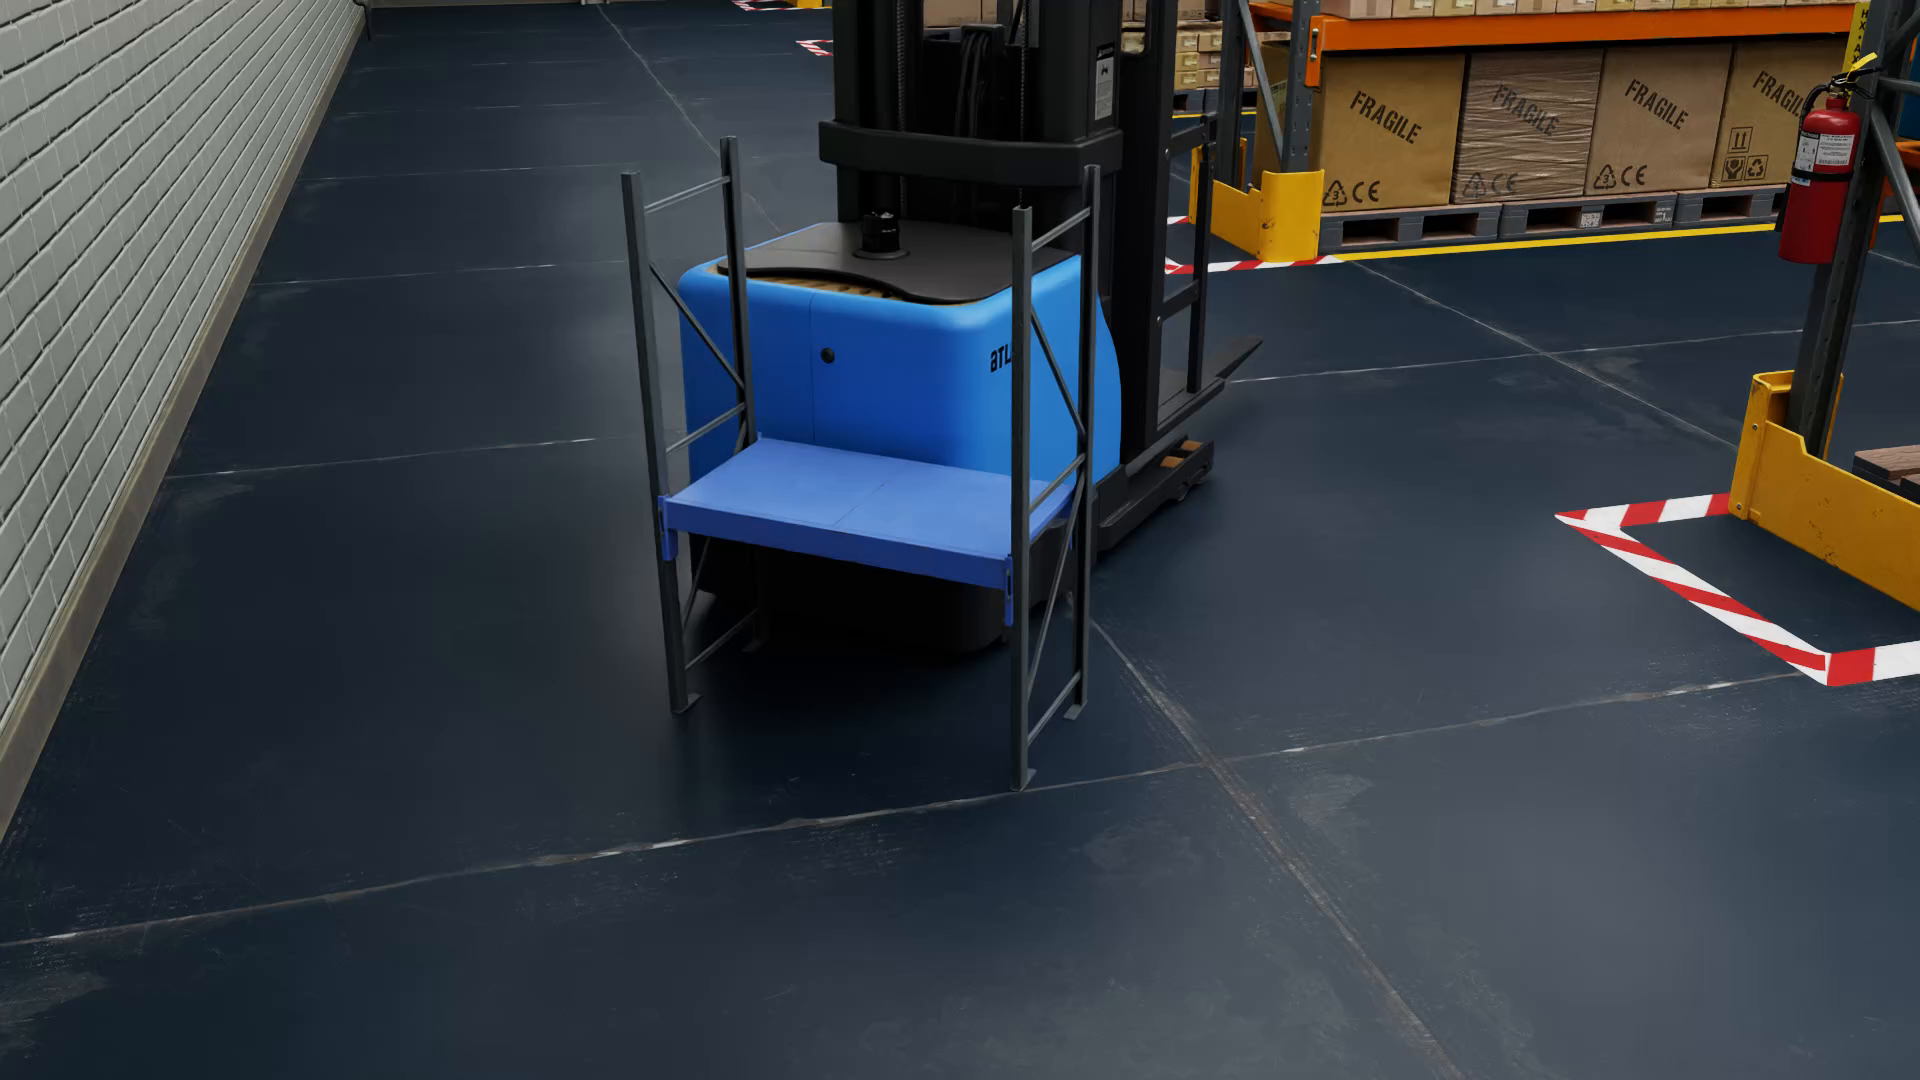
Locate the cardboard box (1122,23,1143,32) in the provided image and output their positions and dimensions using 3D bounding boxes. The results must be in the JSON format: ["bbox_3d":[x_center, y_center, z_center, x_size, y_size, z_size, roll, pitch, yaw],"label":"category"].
[{"bbox_3d":[1.428,-4.465,14.681,0.250,0.149,0.380,-7,24,-16],"label":"cardboard box"}]

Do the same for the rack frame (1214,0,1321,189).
[{"bbox_3d":[1.757,-3.182,9.361,0.127,3.000,1.000,-6,24,-14],"label":"rack frame"}]

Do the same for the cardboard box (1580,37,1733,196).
[{"bbox_3d":[4.085,-2.688,10.373,0.875,0.875,0.875,-6,24,-14],"label":"cardboard box"}]

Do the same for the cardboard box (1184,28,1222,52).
[{"bbox_3d":[2.107,-4.296,14.285,0.250,0.149,0.380,-5,24,-12],"label":"cardboard box"}]

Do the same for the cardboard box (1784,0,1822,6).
[{"bbox_3d":[4.908,-3.281,9.910,0.250,0.149,0.380,-7,24,-15],"label":"cardboard box"}]

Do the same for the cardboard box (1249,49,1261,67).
[{"bbox_3d":[2.598,-4.241,14.535,0.250,0.149,0.380,-5,24,-12],"label":"cardboard box"}]

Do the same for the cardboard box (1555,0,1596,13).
[{"bbox_3d":[3.425,-3.117,9.528,0.250,0.149,0.380,-7,24,-15],"label":"cardboard box"}]

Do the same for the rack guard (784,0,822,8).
[{"bbox_3d":[-2.191,-7.687,23.032,0.348,0.500,1.175,-6,24,-14],"label":"rack guard"}]

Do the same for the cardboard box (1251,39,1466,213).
[{"bbox_3d":[2.351,-2.497,9.927,0.875,0.875,0.875,-6,24,-14],"label":"cardboard box"}]

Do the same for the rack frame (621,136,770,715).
[{"bbox_3d":[-0.697,-0.294,4.518,0.032,1.500,0.500,10,26,22],"label":"rack frame"}]

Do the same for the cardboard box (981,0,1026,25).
[{"bbox_3d":[0.567,-6.168,19.039,0.875,0.438,0.875,-6,24,-13],"label":"cardboard box"}]

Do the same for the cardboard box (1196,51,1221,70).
[{"bbox_3d":[2.085,-4.171,14.373,0.250,0.149,0.380,-7,24,-17],"label":"cardboard box"}]

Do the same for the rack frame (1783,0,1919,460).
[{"bbox_3d":[3.095,-1.301,4.978,0.127,3.000,1.000,-6,24,-14],"label":"rack frame"}]

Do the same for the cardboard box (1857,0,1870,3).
[{"bbox_3d":[5.403,-3.335,10.038,0.250,0.149,0.380,-6,24,-14],"label":"cardboard box"}]

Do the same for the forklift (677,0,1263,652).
[{"bbox_3d":[0.299,-1.564,5.677,1.130,2.935,3.031,12,26,26],"label":"forklift"}]

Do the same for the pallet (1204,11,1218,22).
[{"bbox_3d":[3.654,-6.199,19.930,1.213,0.211,1.003,-6,24,-14],"label":"pallet"}]

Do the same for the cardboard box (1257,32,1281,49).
[{"bbox_3d":[2.589,-4.369,14.457,0.250,0.149,0.380,-6,24,-14],"label":"cardboard box"}]

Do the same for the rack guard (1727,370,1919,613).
[{"bbox_3d":[3.075,-0.145,5.454,0.348,0.500,1.175,-6,24,-14],"label":"rack guard"}]

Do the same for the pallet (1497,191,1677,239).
[{"bbox_3d":[3.678,-2.144,10.478,1.213,0.211,1.003,-6,24,-14],"label":"pallet"}]

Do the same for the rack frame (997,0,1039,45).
[{"bbox_3d":[0.514,-5.075,13.775,0.127,3.000,1.000,-6,24,-14],"label":"rack frame"}]

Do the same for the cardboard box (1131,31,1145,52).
[{"bbox_3d":[1.621,-4.212,14.090,0.250,0.149,0.380,-6,24,-15],"label":"cardboard box"}]

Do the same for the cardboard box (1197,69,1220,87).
[{"bbox_3d":[2.068,-4.030,14.420,0.250,0.149,0.380,-6,24,-14],"label":"cardboard box"}]

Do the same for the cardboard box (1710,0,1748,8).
[{"bbox_3d":[4.412,-3.226,9.782,0.250,0.149,0.380,-6,24,-13],"label":"cardboard box"}]

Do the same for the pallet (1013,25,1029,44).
[{"bbox_3d":[1.001,-5.906,19.246,1.213,0.211,1.003,-6,24,-14],"label":"pallet"}]

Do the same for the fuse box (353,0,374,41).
[{"bbox_3d":[-6.770,-6.556,18.858,0.414,1.711,0.539,-6,24,-14],"label":"fuse box"}]

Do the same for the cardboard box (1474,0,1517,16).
[{"bbox_3d":[2.932,-3.062,9.401,0.250,0.149,0.380,-7,24,-15],"label":"cardboard box"}]

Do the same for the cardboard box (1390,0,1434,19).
[{"bbox_3d":[2.434,-3.007,9.271,0.250,0.149,0.380,-7,24,-15],"label":"cardboard box"}]

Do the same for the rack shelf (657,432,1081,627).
[{"bbox_3d":[-0.229,-0.050,4.405,1.000,0.185,0.538,10,26,22],"label":"rack shelf"}]

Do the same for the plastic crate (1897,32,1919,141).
[{"bbox_3d":[3.367,-1.452,5.208,0.499,0.435,0.616,-6,24,-14],"label":"plastic crate"}]

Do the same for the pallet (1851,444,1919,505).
[{"bbox_3d":[3.899,-0.093,5.699,1.213,0.211,1.003,-6,24,-14],"label":"pallet"}]

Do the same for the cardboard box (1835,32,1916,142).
[{"bbox_3d":[6.219,-2.900,10.867,0.875,0.875,1.225,-6,24,-14],"label":"cardboard box"}]

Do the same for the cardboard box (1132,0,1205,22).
[{"bbox_3d":[2.298,-6.359,19.484,0.875,0.438,0.875,-7,24,-15],"label":"cardboard box"}]

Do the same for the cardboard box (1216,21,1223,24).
[{"bbox_3d":[2.466,-4.543,14.862,0.250,0.149,0.380,-6,24,-14],"label":"cardboard box"}]

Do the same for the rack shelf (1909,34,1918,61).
[{"bbox_3d":[7.534,-3.490,10.992,4.000,0.370,1.077,-6,24,-14],"label":"rack shelf"}]

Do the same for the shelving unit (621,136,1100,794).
[{"bbox_3d":[-0.231,-0.213,4.330,1.048,1.500,0.538,10,26,22],"label":"shelving unit"}]

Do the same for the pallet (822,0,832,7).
[{"bbox_3d":[-1.424,-7.640,23.288,1.213,0.211,1.003,-6,24,-14],"label":"pallet"}]

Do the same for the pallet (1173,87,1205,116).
[{"bbox_3d":[1.379,-3.875,14.514,1.213,0.211,1.003,-6,24,-14],"label":"pallet"}]

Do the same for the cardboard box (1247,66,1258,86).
[{"bbox_3d":[2.591,-4.062,14.497,0.250,0.149,0.380,-6,24,-14],"label":"cardboard box"}]

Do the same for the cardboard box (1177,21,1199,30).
[{"bbox_3d":[1.938,-4.518,14.805,0.250,0.149,0.380,-5,24,-12],"label":"cardboard box"}]

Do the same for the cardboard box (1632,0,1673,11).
[{"bbox_3d":[3.920,-3.172,9.656,0.250,0.149,0.380,-6,24,-14],"label":"cardboard box"}]
